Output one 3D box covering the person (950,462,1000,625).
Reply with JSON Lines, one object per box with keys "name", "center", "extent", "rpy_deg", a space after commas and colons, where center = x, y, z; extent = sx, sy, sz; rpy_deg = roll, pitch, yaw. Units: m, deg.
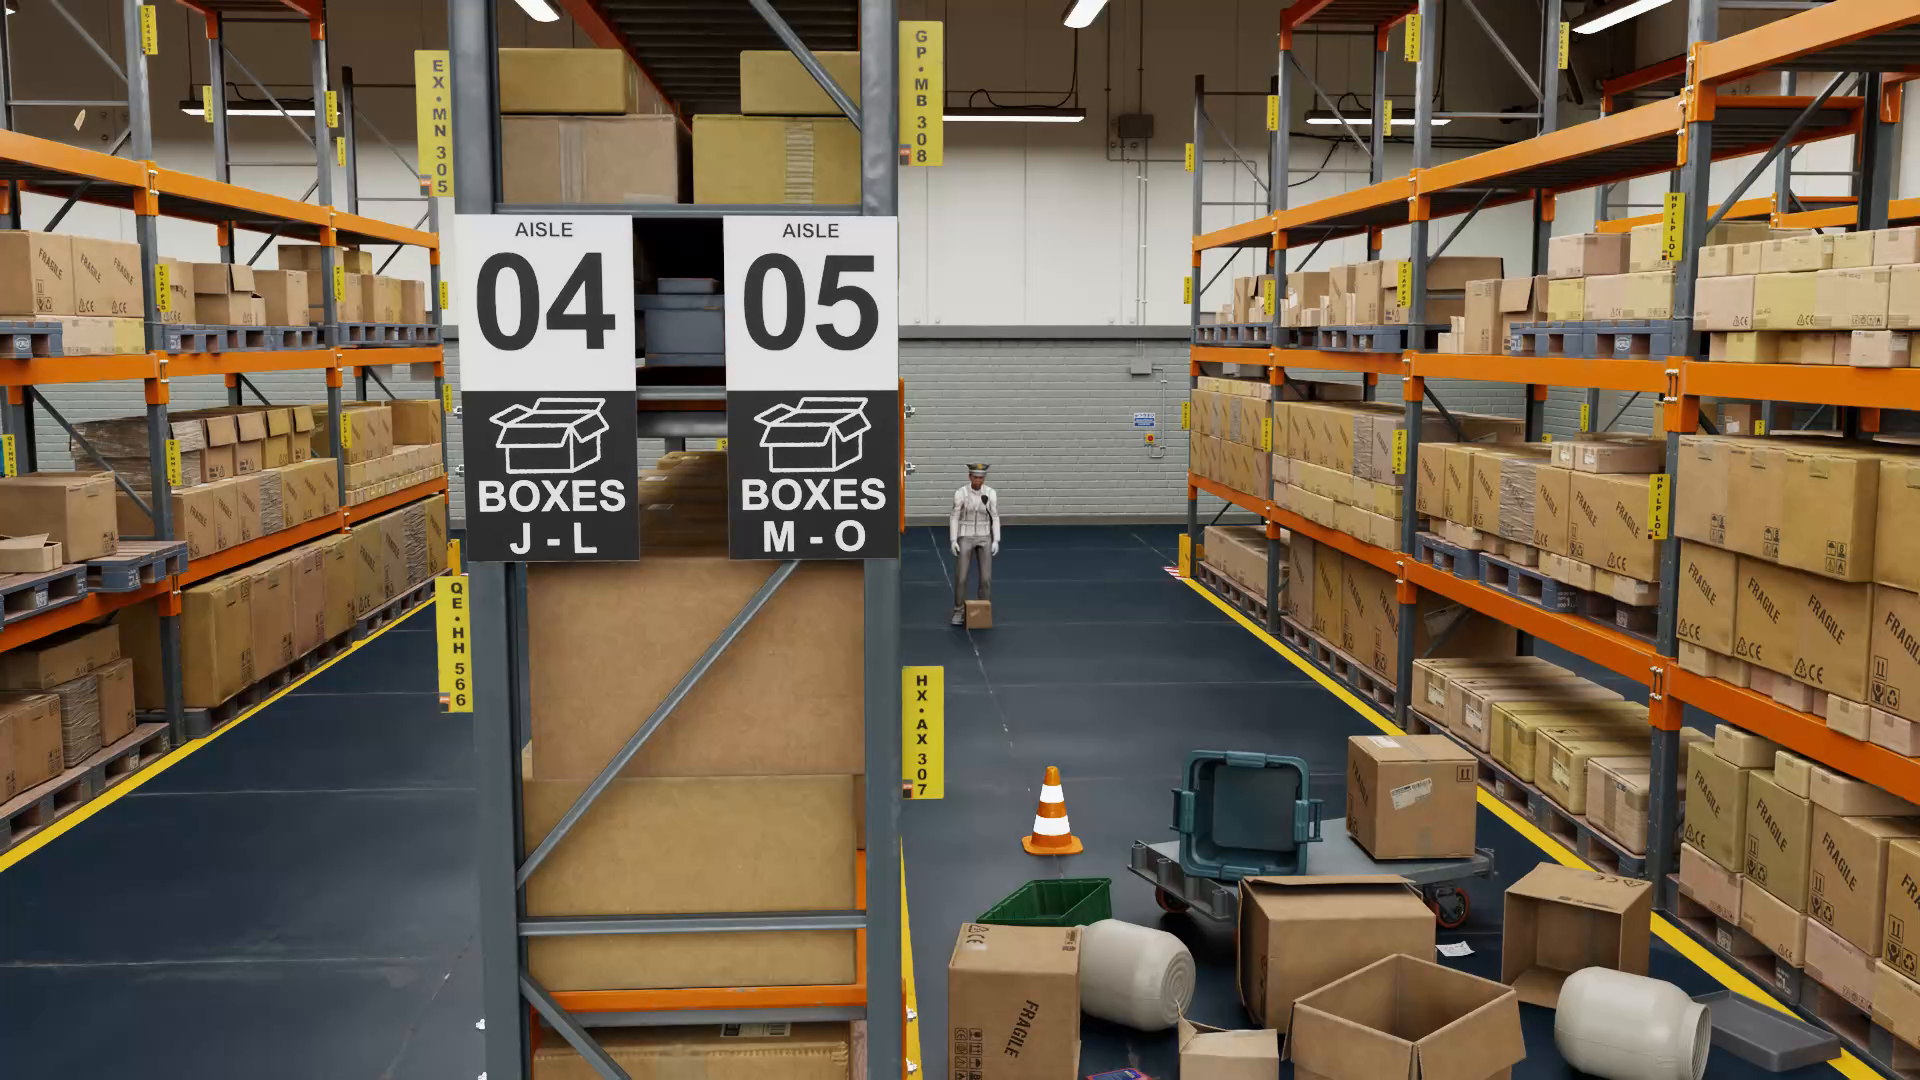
{"name": "person", "center": [0.155, 0.026, 17.023], "extent": [0.524, 1.662, 0.373], "rpy_deg": [-1, 7, -6]}
